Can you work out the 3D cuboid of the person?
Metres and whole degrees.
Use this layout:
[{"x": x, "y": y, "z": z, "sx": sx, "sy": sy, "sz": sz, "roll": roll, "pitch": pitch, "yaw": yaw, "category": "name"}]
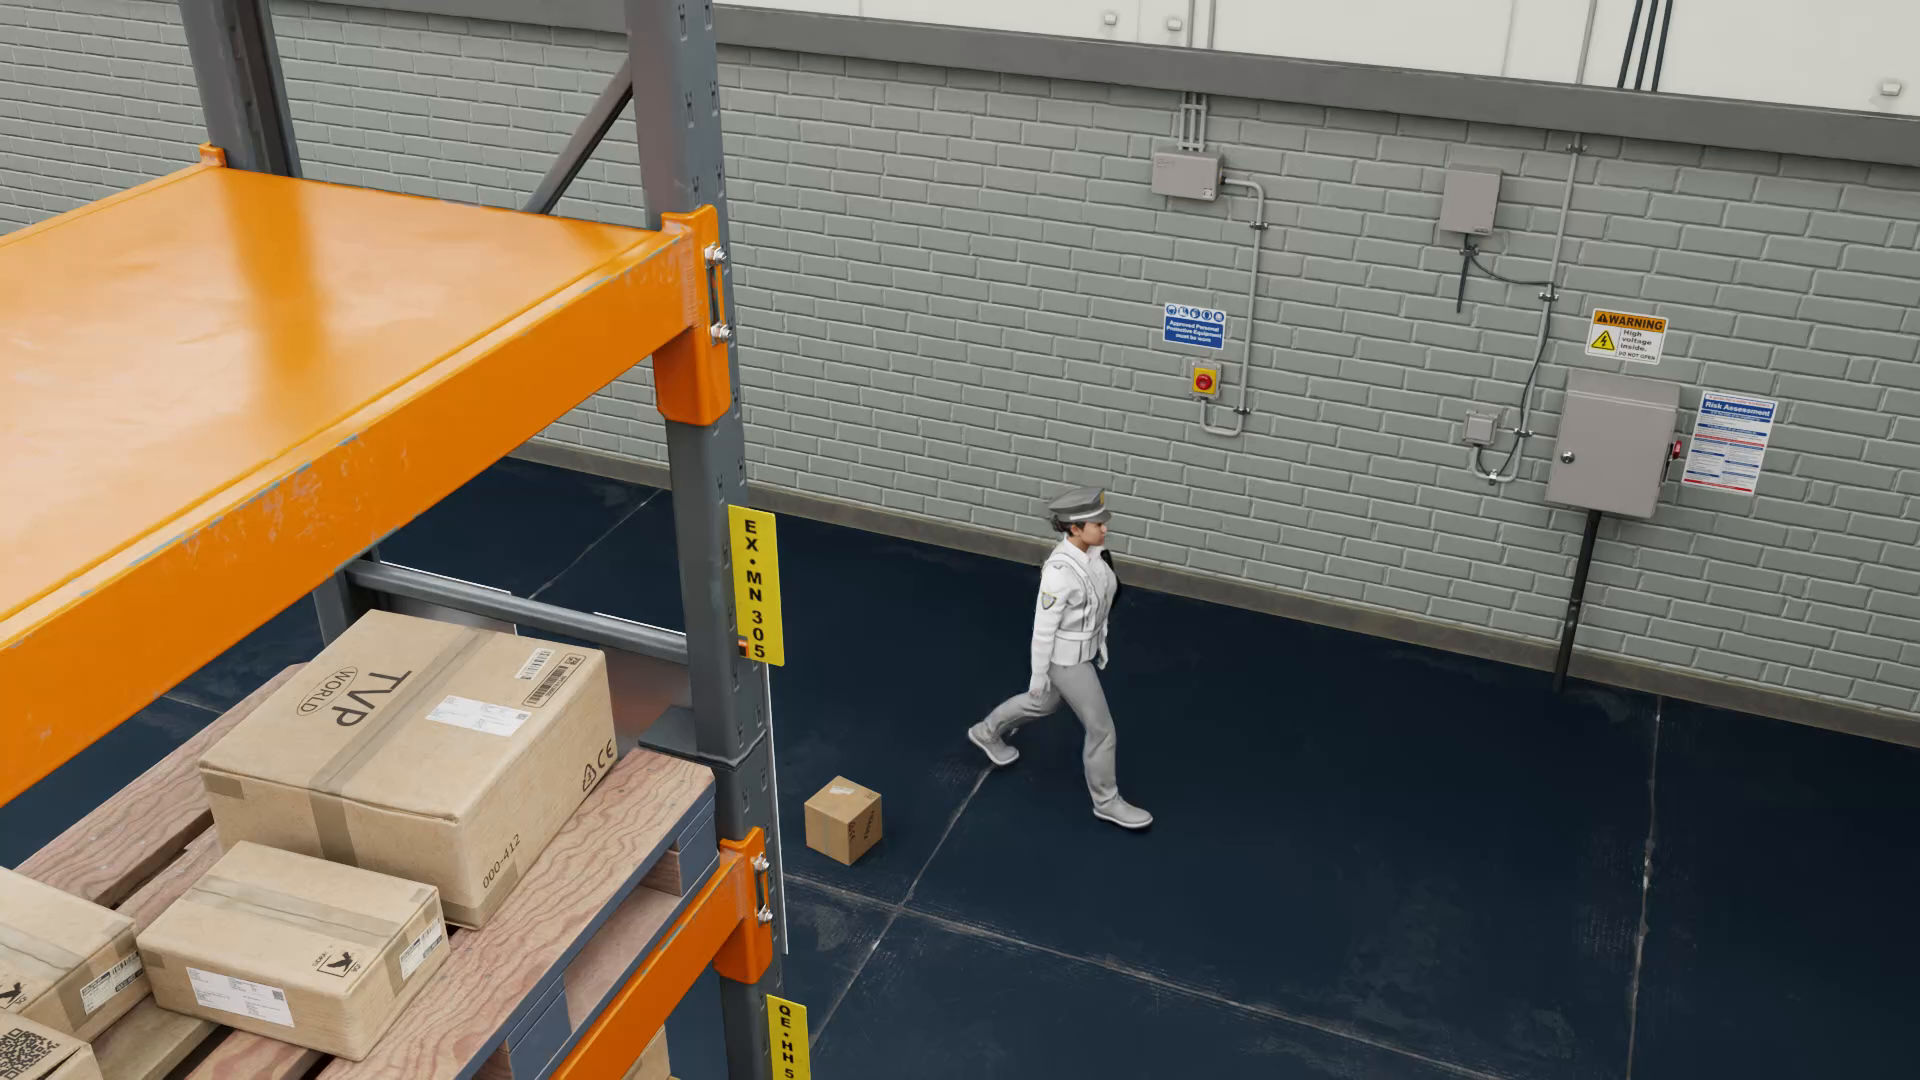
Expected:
[{"x": 0.471, "y": 0.475, "z": 7.529, "sx": 0.977, "sy": 1.638, "sz": 0.484, "roll": 10, "pitch": 31, "yaw": 17, "category": "person"}]
